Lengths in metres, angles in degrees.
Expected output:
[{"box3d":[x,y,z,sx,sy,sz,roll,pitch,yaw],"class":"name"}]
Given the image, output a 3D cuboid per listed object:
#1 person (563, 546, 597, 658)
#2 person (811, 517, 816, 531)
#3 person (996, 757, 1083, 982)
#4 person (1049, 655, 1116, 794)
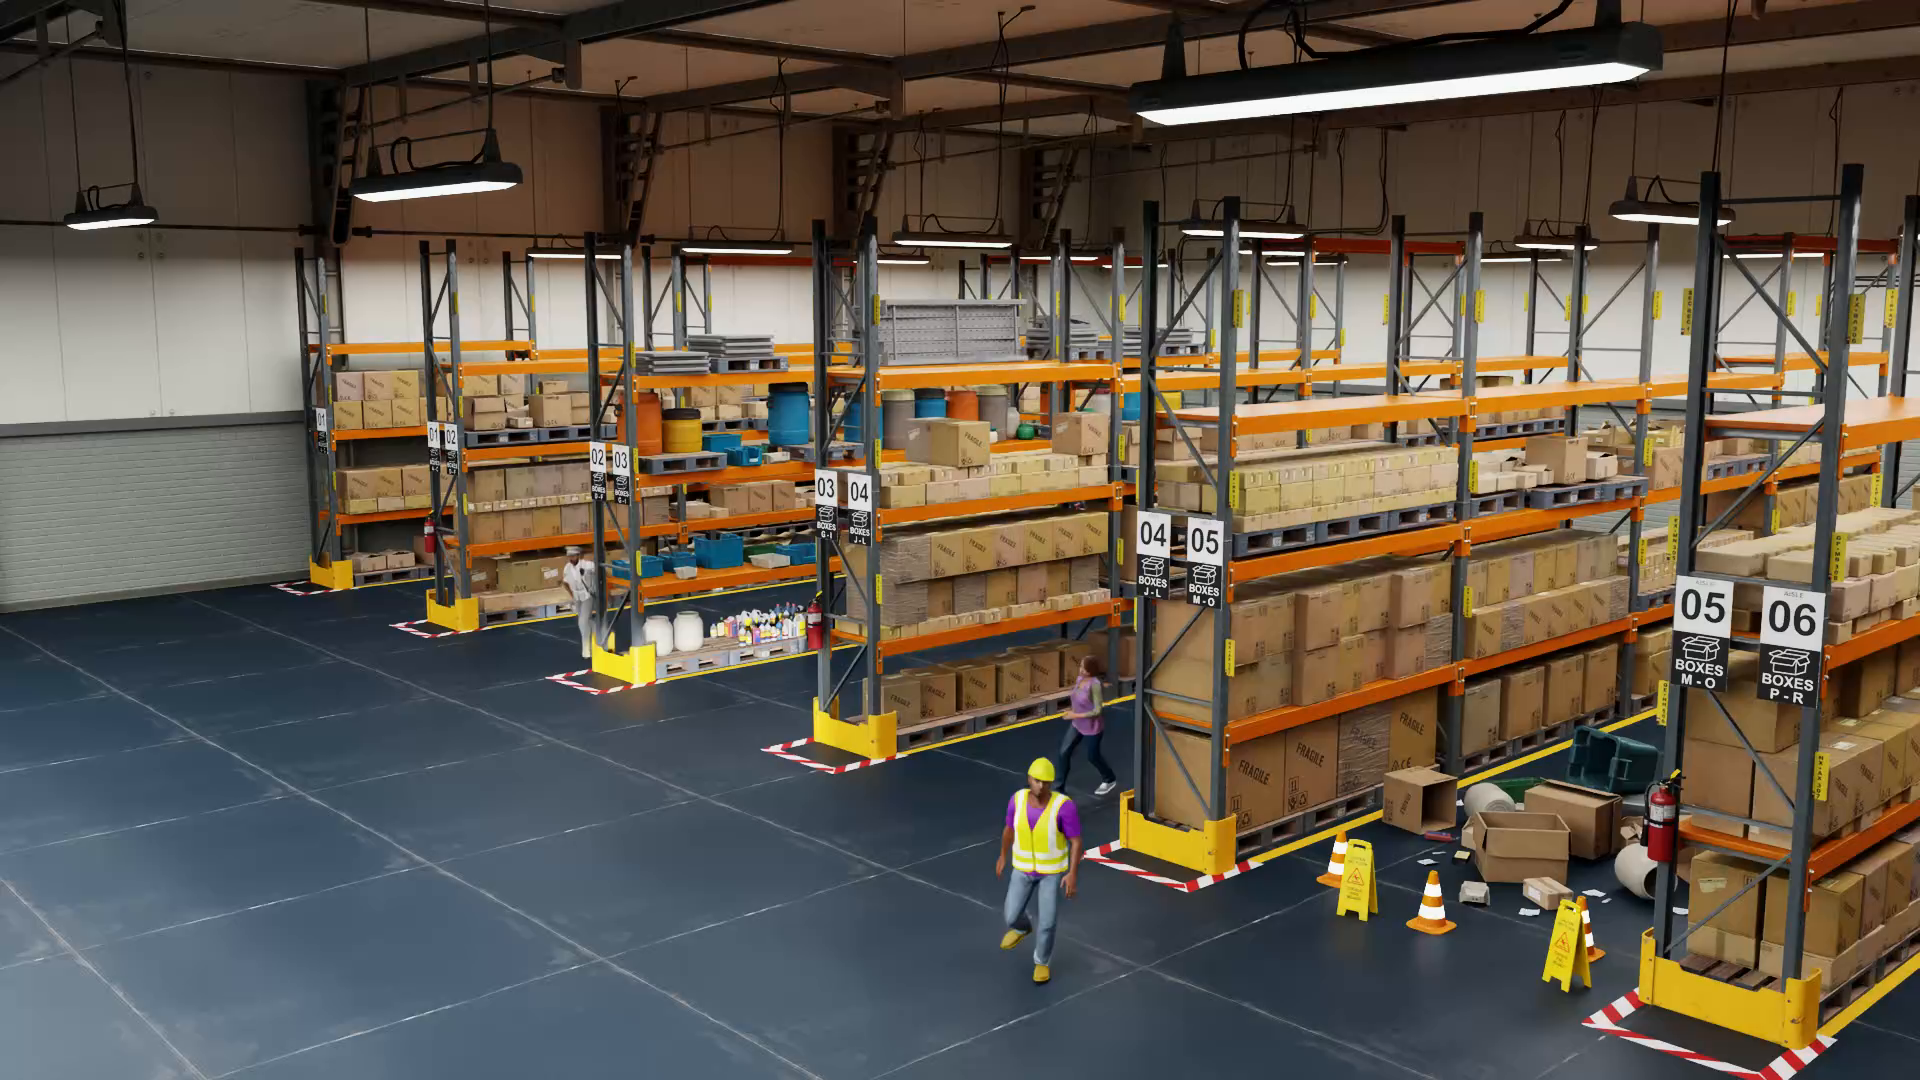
[{"box3d":[-5.375,0.869,23.971,0.544,1.660,0.764,4,9,27],"class":"person"},{"box3d":[-2.688,-0.500,33.279,0.604,1.697,0.713,8,12,44],"class":"person"},{"box3d":[0.601,2.470,12.641,0.728,1.727,0.685,3,9,17],"class":"person"},{"box3d":[1.295,1.904,16.820,0.872,1.559,0.578,-6,10,-35],"class":"person"}]
